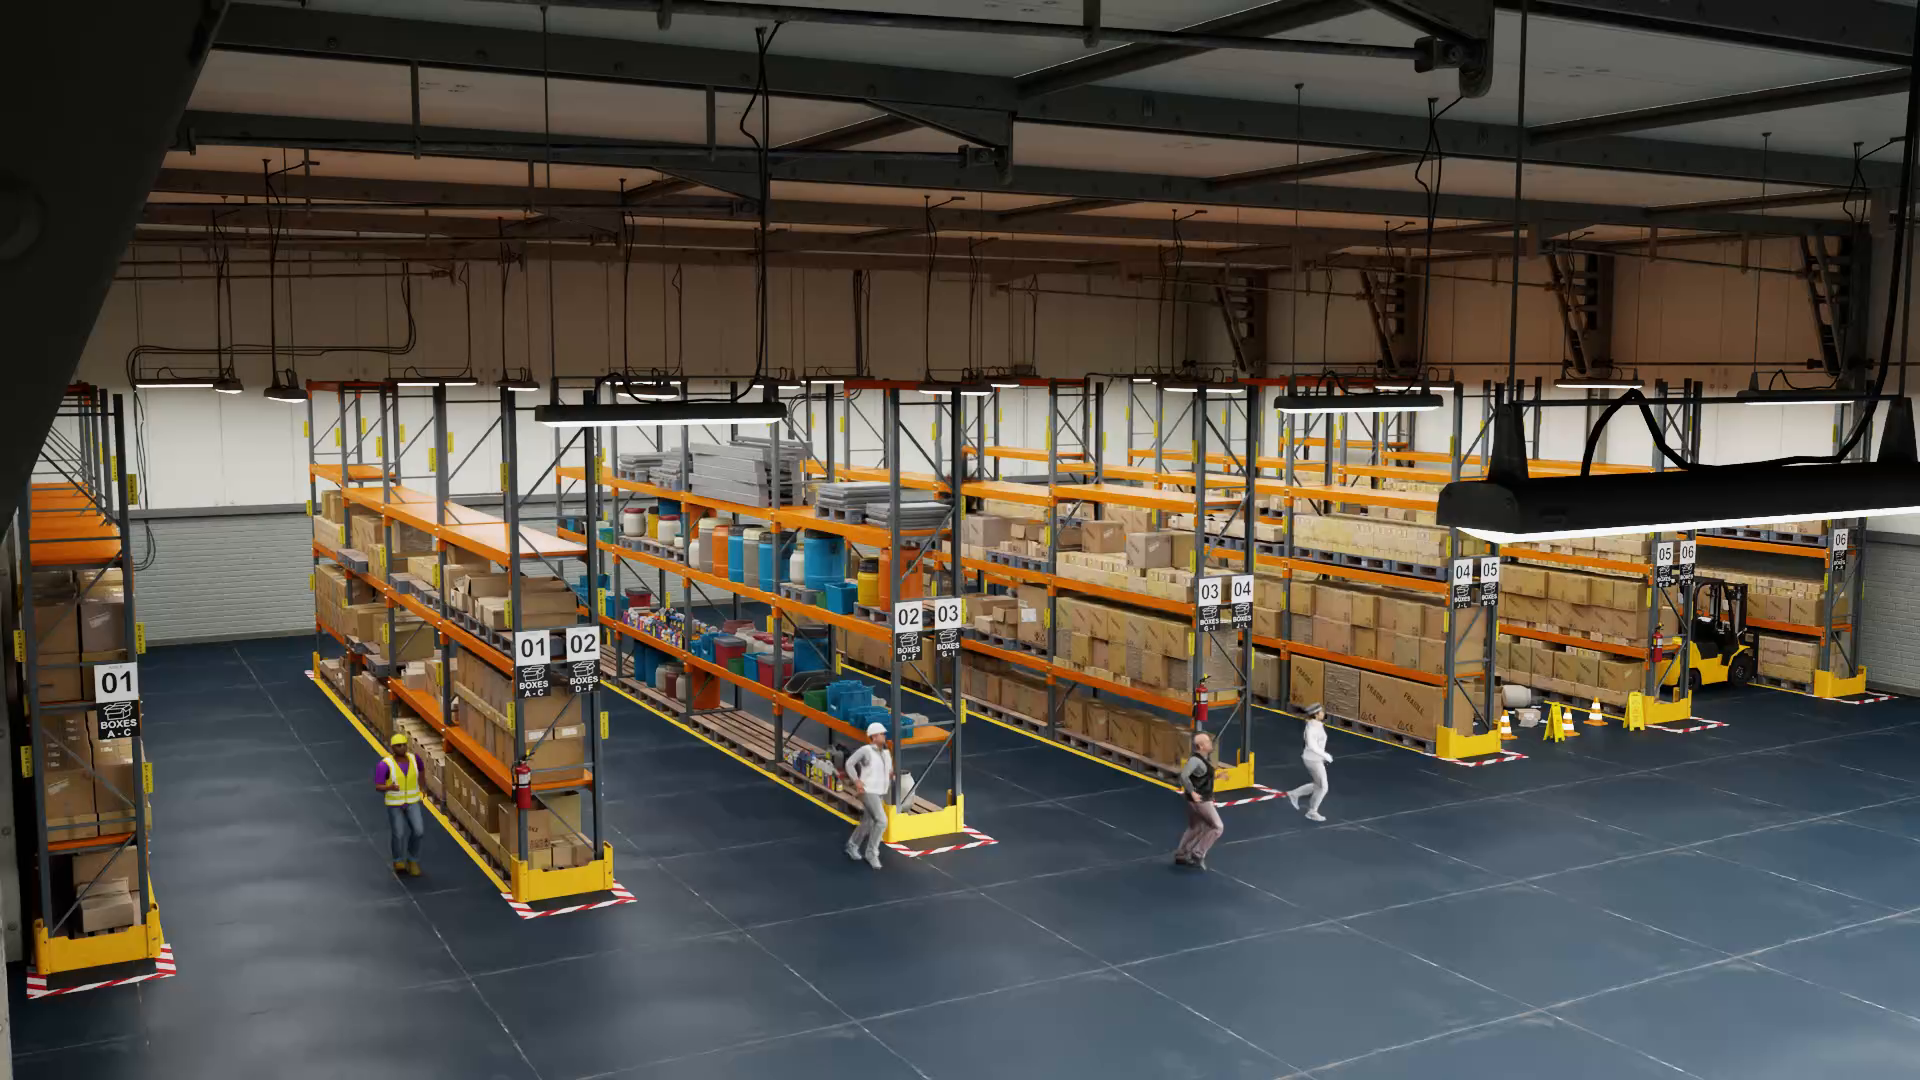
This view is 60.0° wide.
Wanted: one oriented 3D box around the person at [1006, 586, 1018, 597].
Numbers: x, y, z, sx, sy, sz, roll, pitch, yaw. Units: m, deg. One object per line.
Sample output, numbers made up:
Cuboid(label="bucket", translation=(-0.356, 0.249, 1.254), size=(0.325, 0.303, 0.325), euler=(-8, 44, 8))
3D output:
Cuboid(label="person", translation=(1.403, 0.951, 42.736), size=(0.910, 1.731, 0.672), euler=(-4, 7, -31))

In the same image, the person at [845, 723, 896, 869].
Cuboid(label="person", translation=(-1.114, 3.227, 21.169), size=(0.698, 1.808, 0.647), euler=(3, 7, 28))

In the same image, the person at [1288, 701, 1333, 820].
Cuboid(label="person", translation=(4.883, 3.066, 23.182), size=(0.600, 1.664, 0.667), euler=(1, 6, 8))

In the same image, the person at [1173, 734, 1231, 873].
Cuboid(label="person", translation=(3.035, 3.280, 20.819), size=(0.704, 1.738, 0.631), euler=(1, 6, 6))

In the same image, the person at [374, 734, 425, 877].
Cuboid(label="person", translation=(-6.860, 3.282, 20.523), size=(0.677, 1.795, 0.683), euler=(-4, 7, -33))
